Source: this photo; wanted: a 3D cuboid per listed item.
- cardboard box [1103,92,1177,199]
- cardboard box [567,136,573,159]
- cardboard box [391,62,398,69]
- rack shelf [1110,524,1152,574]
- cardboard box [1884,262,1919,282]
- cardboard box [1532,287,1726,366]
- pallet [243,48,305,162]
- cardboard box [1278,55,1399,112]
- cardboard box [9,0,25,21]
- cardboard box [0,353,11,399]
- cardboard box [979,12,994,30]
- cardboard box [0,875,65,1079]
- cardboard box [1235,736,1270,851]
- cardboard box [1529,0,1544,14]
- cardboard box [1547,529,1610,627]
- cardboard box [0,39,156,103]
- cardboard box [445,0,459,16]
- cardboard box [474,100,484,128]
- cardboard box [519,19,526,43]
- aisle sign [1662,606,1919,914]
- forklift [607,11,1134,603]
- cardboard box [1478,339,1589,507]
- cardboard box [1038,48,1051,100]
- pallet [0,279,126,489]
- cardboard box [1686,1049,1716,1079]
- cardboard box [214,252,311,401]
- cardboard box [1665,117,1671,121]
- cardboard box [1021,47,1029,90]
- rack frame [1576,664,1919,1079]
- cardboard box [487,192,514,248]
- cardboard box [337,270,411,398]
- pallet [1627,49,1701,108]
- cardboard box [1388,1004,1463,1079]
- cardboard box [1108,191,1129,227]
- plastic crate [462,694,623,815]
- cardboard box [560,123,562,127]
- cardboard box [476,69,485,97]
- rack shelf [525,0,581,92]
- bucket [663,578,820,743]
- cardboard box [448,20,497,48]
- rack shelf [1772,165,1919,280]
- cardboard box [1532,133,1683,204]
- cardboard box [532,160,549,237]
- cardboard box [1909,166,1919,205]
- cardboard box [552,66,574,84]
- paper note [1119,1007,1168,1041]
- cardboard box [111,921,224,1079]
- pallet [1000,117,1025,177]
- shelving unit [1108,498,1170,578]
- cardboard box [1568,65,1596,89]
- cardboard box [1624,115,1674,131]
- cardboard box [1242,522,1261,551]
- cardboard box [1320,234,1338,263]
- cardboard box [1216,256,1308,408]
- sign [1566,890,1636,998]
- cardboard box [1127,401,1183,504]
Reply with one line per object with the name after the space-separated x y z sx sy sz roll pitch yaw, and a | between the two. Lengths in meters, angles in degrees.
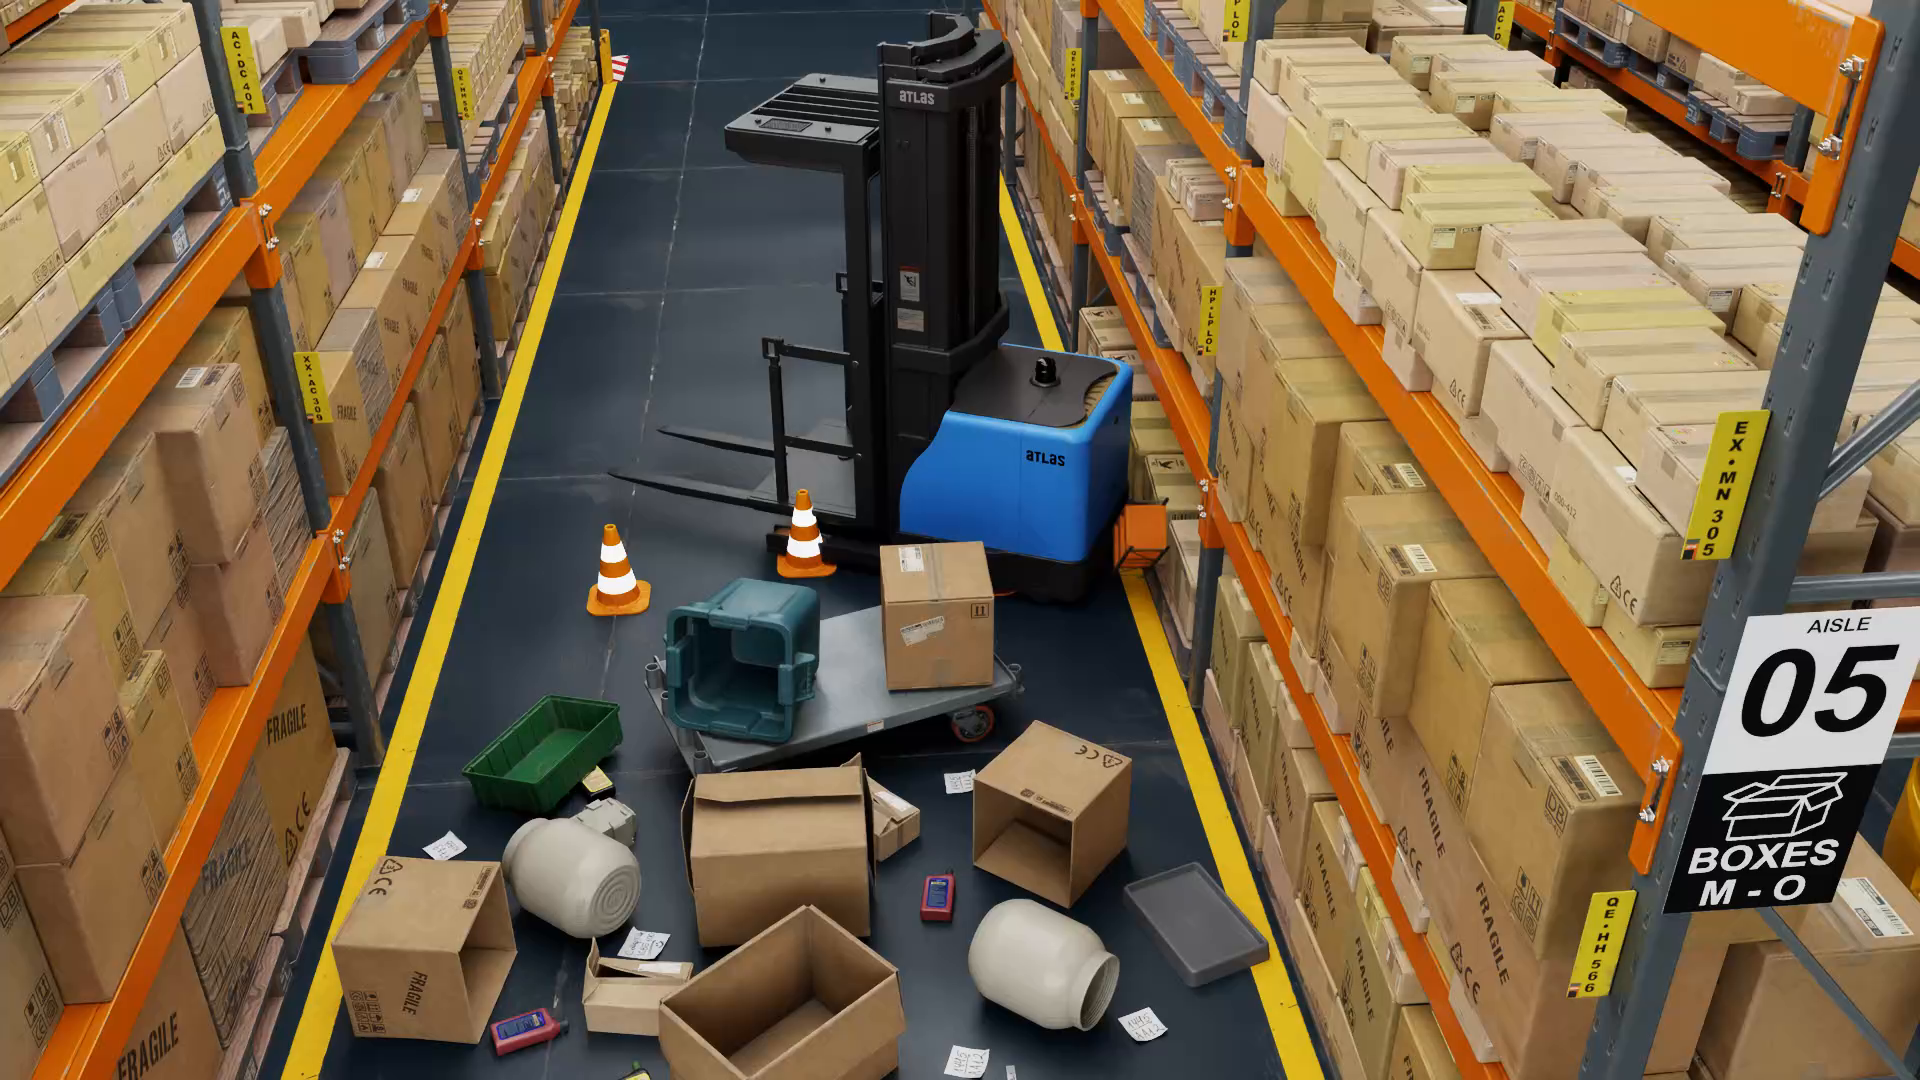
1.149 -2.380 10.012 0.500 0.500 0.500 -1 31 -2 | cardboard box
-3.750 -3.582 15.193 0.380 0.149 0.250 -2 31 -3 | cardboard box
-4.260 -3.335 11.954 0.380 0.149 0.250 -2 31 -3 | cardboard box
0.939 0.051 9.116 0.215 0.240 0.259 0 -10 -1 | rack shelf
6.268 -1.617 11.438 0.875 0.625 0.625 -2 31 -3 | cardboard box
1.703 -0.526 4.249 0.380 0.149 0.250 -3 31 -4 | cardboard box
-3.399 -1.876 7.226 0.805 0.209 1.217 -4 31 -7 | pallet
1.413 -1.707 6.226 0.380 0.149 0.250 -2 31 -3 | cardboard box
-8.777 -4.823 15.145 0.380 0.149 0.250 -2 31 -4 | cardboard box
-2.721 -0.400 4.307 0.380 0.149 0.250 -3 31 -5 | cardboard box
0.695 -5.368 17.901 0.875 0.438 0.875 -4 31 -6 | cardboard box
-3.043 1.307 4.491 0.875 0.550 0.550 -3 31 -5 | cardboard box
1.502 1.093 7.266 0.500 0.250 0.500 -1 31 -2 | cardboard box
5.522 -4.992 15.427 0.380 0.149 0.250 -2 31 -3 | cardboard box
1.661 0.075 4.019 0.380 0.149 0.250 -3 31 -4 | cardboard box
-2.866 -1.521 5.407 0.380 0.149 0.250 -3 31 -5 | cardboard box
-4.338 -4.693 14.294 0.500 0.500 0.500 -3 31 -5 | cardboard box
-3.556 -2.969 11.632 0.380 0.149 0.250 -1 31 -2 | cardboard box
-3.777 -4.168 13.638 0.380 0.149 0.250 -3 31 -6 | cardboard box
1.746 0.479 3.488 0.394 0.787 0.004 -3 31 -5 | aisle sign
-0.585 -1.367 9.180 3.031 2.935 1.130 11 32 17 | forklift
1.680 -0.308 4.271 0.500 0.250 0.500 -3 31 -5 | cardboard box
0.863 -3.443 12.247 0.500 0.250 0.500 -4 31 -6 | cardboard box
-3.087 -0.414 4.680 1.003 0.211 1.213 -3 31 -5 | pallet
2.203 1.474 4.603 0.380 0.149 0.250 -3 31 -4 | cardboard box
-3.316 -0.930 7.309 0.700 0.500 0.500 -3 31 -5 | cardboard box
6.282 -3.642 14.317 0.380 0.149 0.250 -4 31 -7 | cardboard box
0.768 -3.749 13.248 0.500 0.250 0.500 -3 31 -5 | cardboard box
2.029 1.549 4.231 1.000 3.000 0.127 -3 31 -5 | rack frame
-3.509 -2.298 11.969 0.500 0.250 0.500 -3 31 -5 | cardboard box
-3.137 -1.042 8.471 0.500 0.500 0.500 -3 31 -5 | cardboard box
6.037 -3.685 13.182 1.003 0.211 1.213 -3 31 -5 | pallet
1.694 1.831 5.300 0.500 0.500 0.500 -3 31 -4 | cardboard box
1.104 -2.004 10.015 0.380 0.149 0.250 -3 31 -4 | cardboard box
-1.943 1.004 7.830 0.450 0.188 0.662 4 30 26 | plastic crate
-3.921 -3.959 15.533 0.380 0.149 0.250 -4 31 -7 | cardboard box
-3.585 -3.234 11.784 0.380 0.149 0.250 -3 31 -5 | cardboard box
-4.198 -5.001 15.899 1.077 0.370 4.000 -3 31 -5 | rack shelf
-0.956 0.508 7.685 0.726 0.611 0.620 8 22 13 | bucket
-3.659 -3.755 12.367 0.380 0.149 0.250 -4 31 -7 | cardboard box
6.410 -1.445 9.946 1.077 0.370 4.000 -3 31 -5 | rack shelf
2.090 -1.205 5.384 0.380 0.149 0.250 -2 31 -4 | cardboard box
-3.644 -2.768 13.487 0.500 0.500 0.500 -3 31 -6 | cardboard box
6.098 -2.163 10.105 0.500 0.250 0.500 -4 31 -6 | cardboard box
-3.958 -4.485 16.125 0.380 0.149 0.250 -3 31 -4 | cardboard box
0.720 1.903 6.535 0.142 0.019 0.148 -14 33 -22 | paper note
-3.104 1.778 5.511 0.875 0.875 0.875 -3 31 -5 | cardboard box
0.914 -3.772 15.860 1.003 0.211 1.213 -3 31 -5 | pallet
0.943 0.002 8.832 0.215 0.252 1.050 0 -10 -1 | shelving unit
5.678 -4.137 14.857 0.380 0.149 0.250 -3 31 -5 | cardboard box
5.781 -3.470 14.030 0.380 0.149 0.250 -3 31 -5 | cardboard box
1.440 -0.082 7.208 0.380 0.149 0.250 -2 31 -3 | cardboard box
1.526 -1.115 6.011 0.380 0.149 0.250 -2 31 -3 | cardboard box
1.480 -0.858 6.898 0.700 0.500 0.500 -3 31 -5 | cardboard box
1.474 0.933 3.826 0.100 0.325 0.005 -3 31 -5 | sign
1.466 -0.535 9.873 0.950 0.372 0.625 -2 31 -3 | cardboard box
